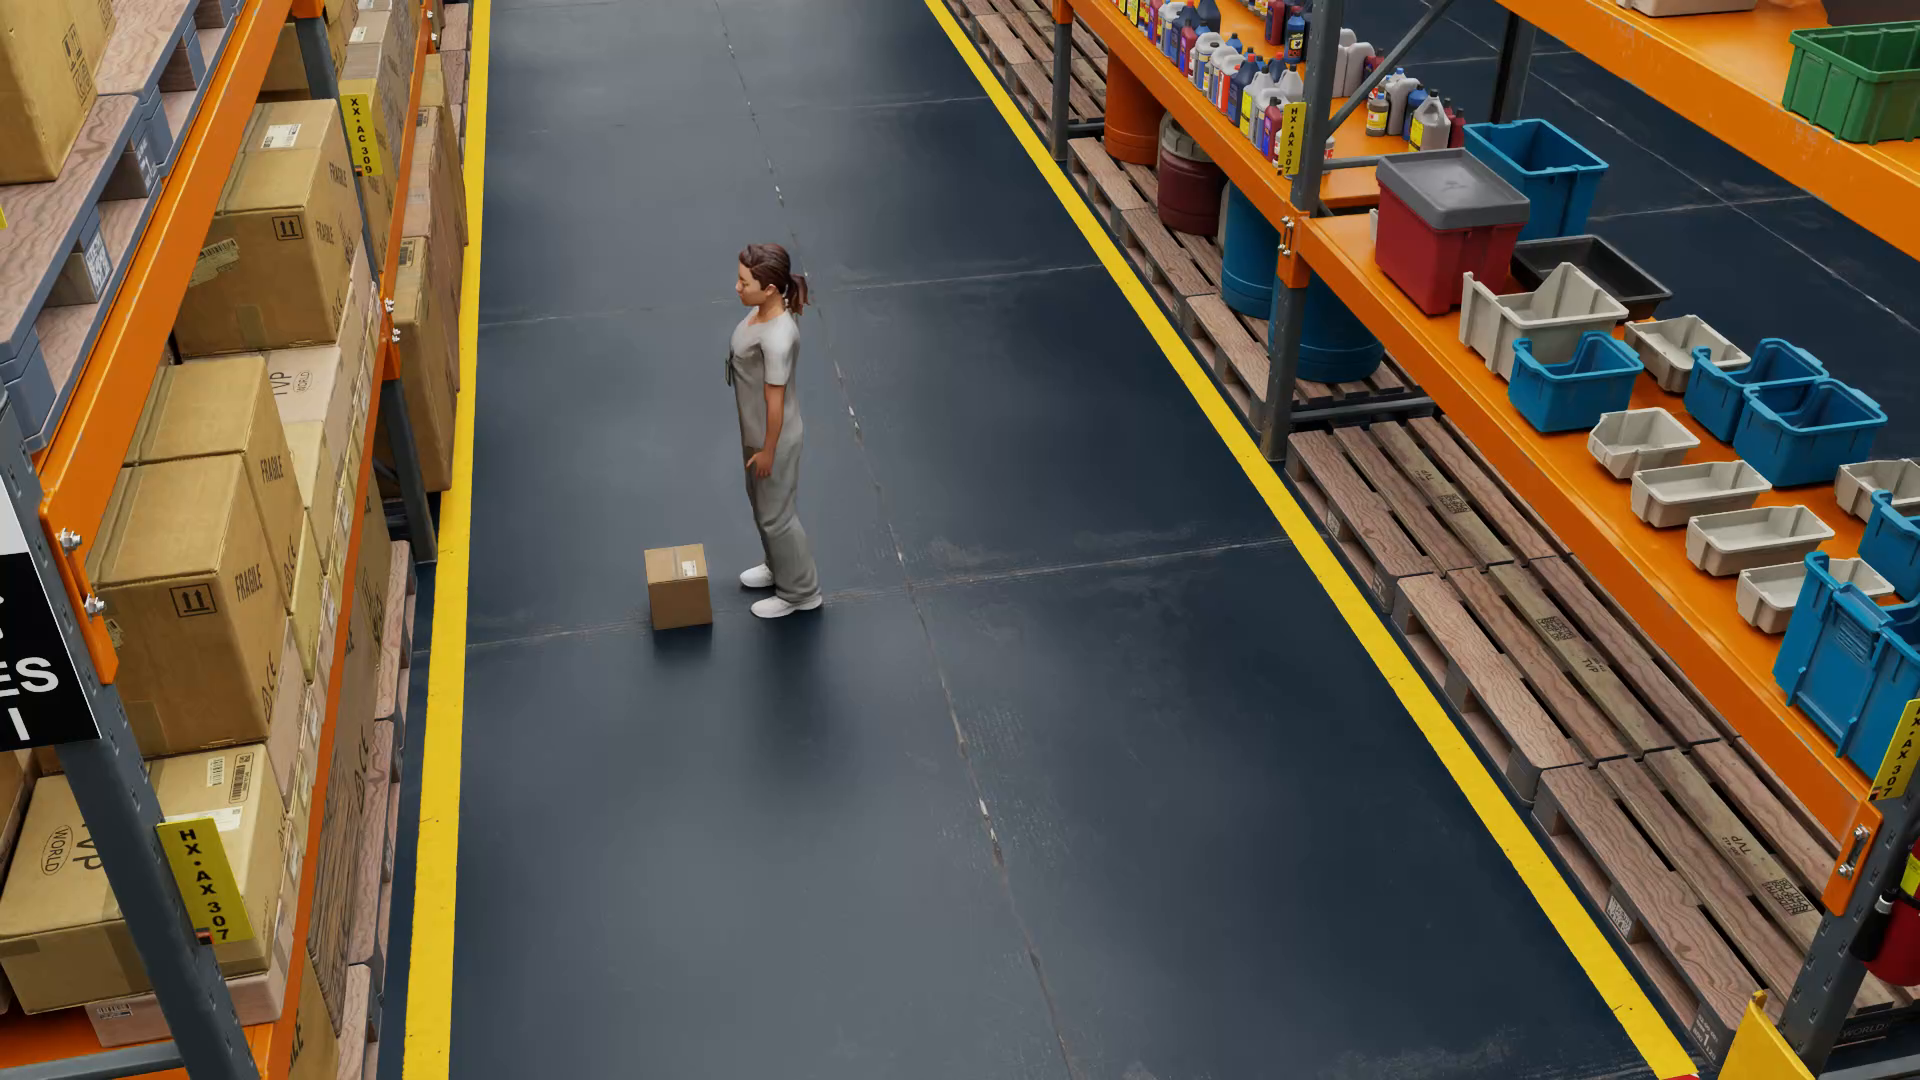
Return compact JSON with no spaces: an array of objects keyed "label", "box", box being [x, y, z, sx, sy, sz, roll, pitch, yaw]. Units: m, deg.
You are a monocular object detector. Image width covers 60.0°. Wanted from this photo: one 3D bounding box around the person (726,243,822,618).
[{"label":"person","box":[-0.761,-0.436,6.791,0.372,1.672,0.437,-6,35,-9]}]
